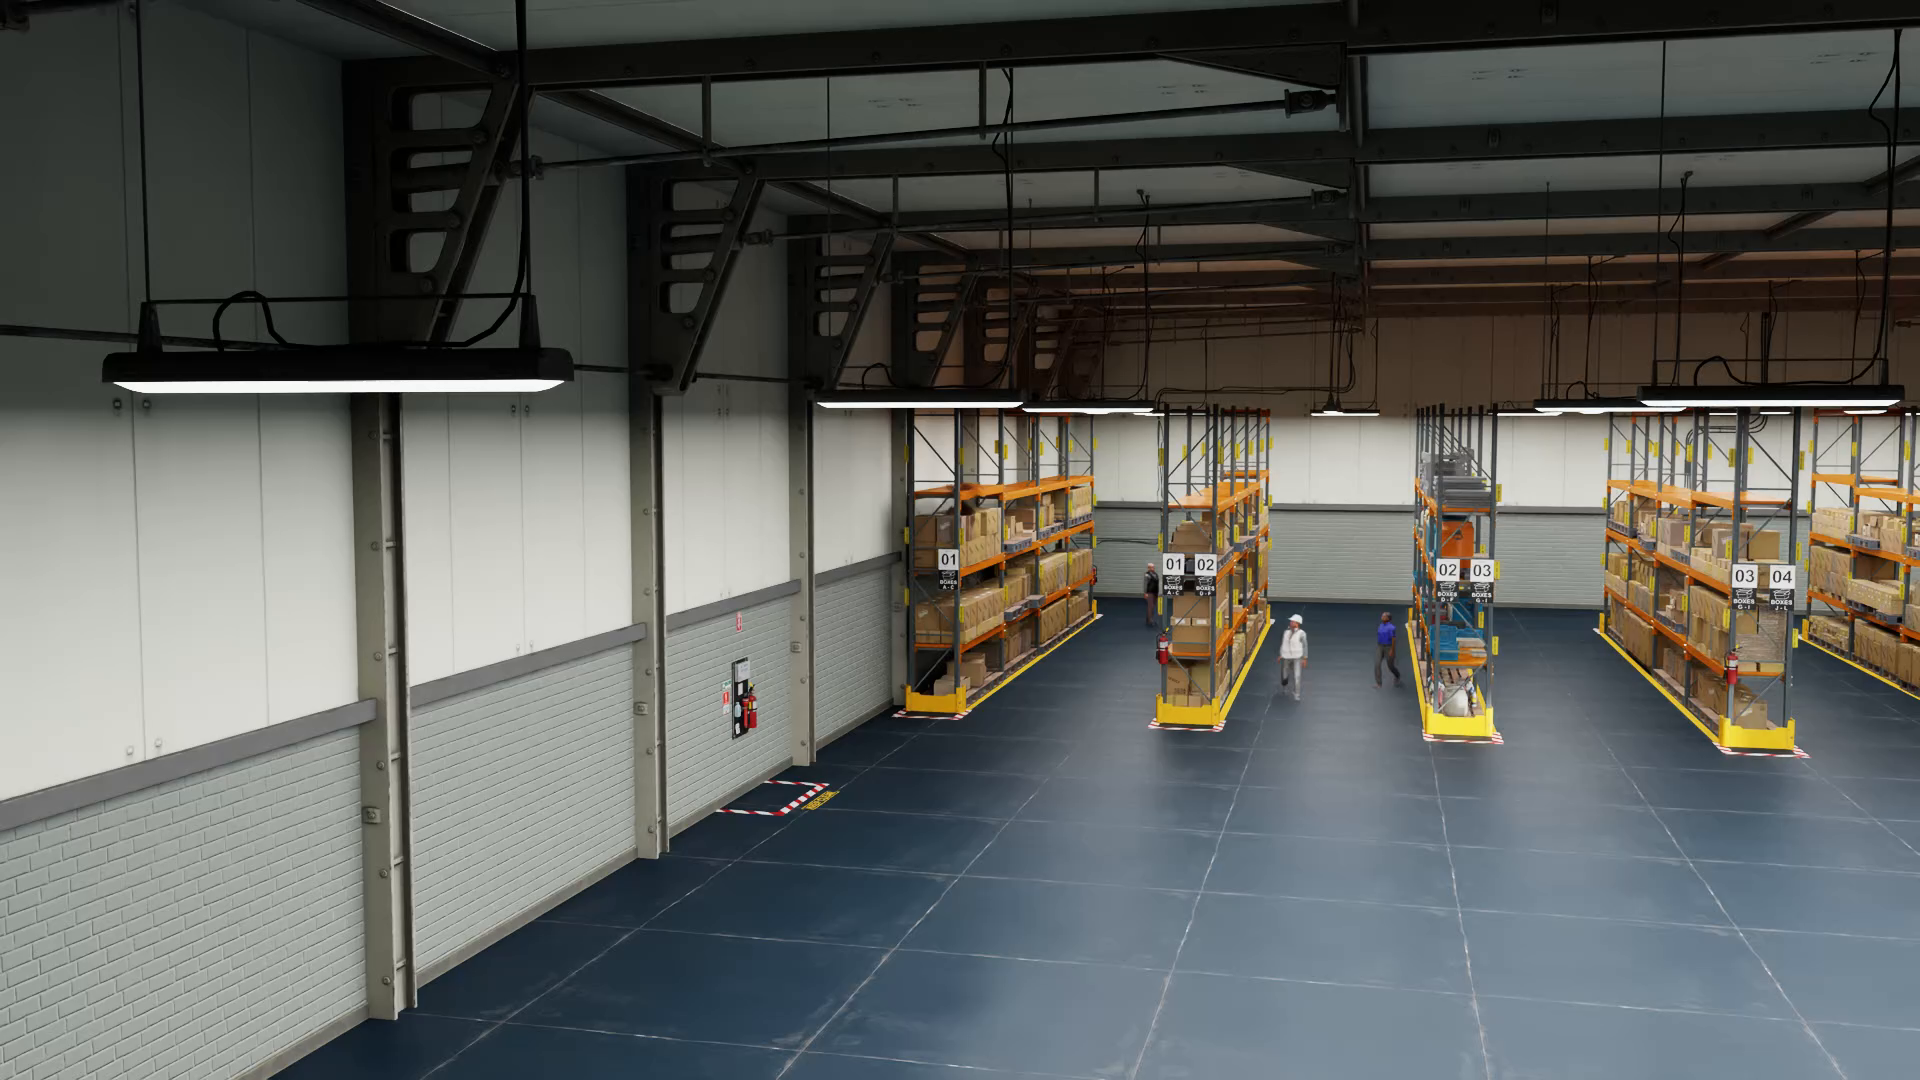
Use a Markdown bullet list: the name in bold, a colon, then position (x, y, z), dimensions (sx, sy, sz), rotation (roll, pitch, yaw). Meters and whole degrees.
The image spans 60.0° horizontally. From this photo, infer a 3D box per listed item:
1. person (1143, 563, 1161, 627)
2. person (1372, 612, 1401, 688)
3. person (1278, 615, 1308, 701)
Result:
- **person**: position (5.381, 1.512, 46.140), dimensions (0.538, 1.740, 0.575), rotation (4, 6, 44)
- **person**: position (9.072, 2.368, 35.427), dimensions (0.476, 1.531, 0.845), rotation (3, 5, 37)
- **person**: position (6.791, 2.379, 33.949), dimensions (0.603, 1.729, 0.846), rotation (1, 4, 8)
